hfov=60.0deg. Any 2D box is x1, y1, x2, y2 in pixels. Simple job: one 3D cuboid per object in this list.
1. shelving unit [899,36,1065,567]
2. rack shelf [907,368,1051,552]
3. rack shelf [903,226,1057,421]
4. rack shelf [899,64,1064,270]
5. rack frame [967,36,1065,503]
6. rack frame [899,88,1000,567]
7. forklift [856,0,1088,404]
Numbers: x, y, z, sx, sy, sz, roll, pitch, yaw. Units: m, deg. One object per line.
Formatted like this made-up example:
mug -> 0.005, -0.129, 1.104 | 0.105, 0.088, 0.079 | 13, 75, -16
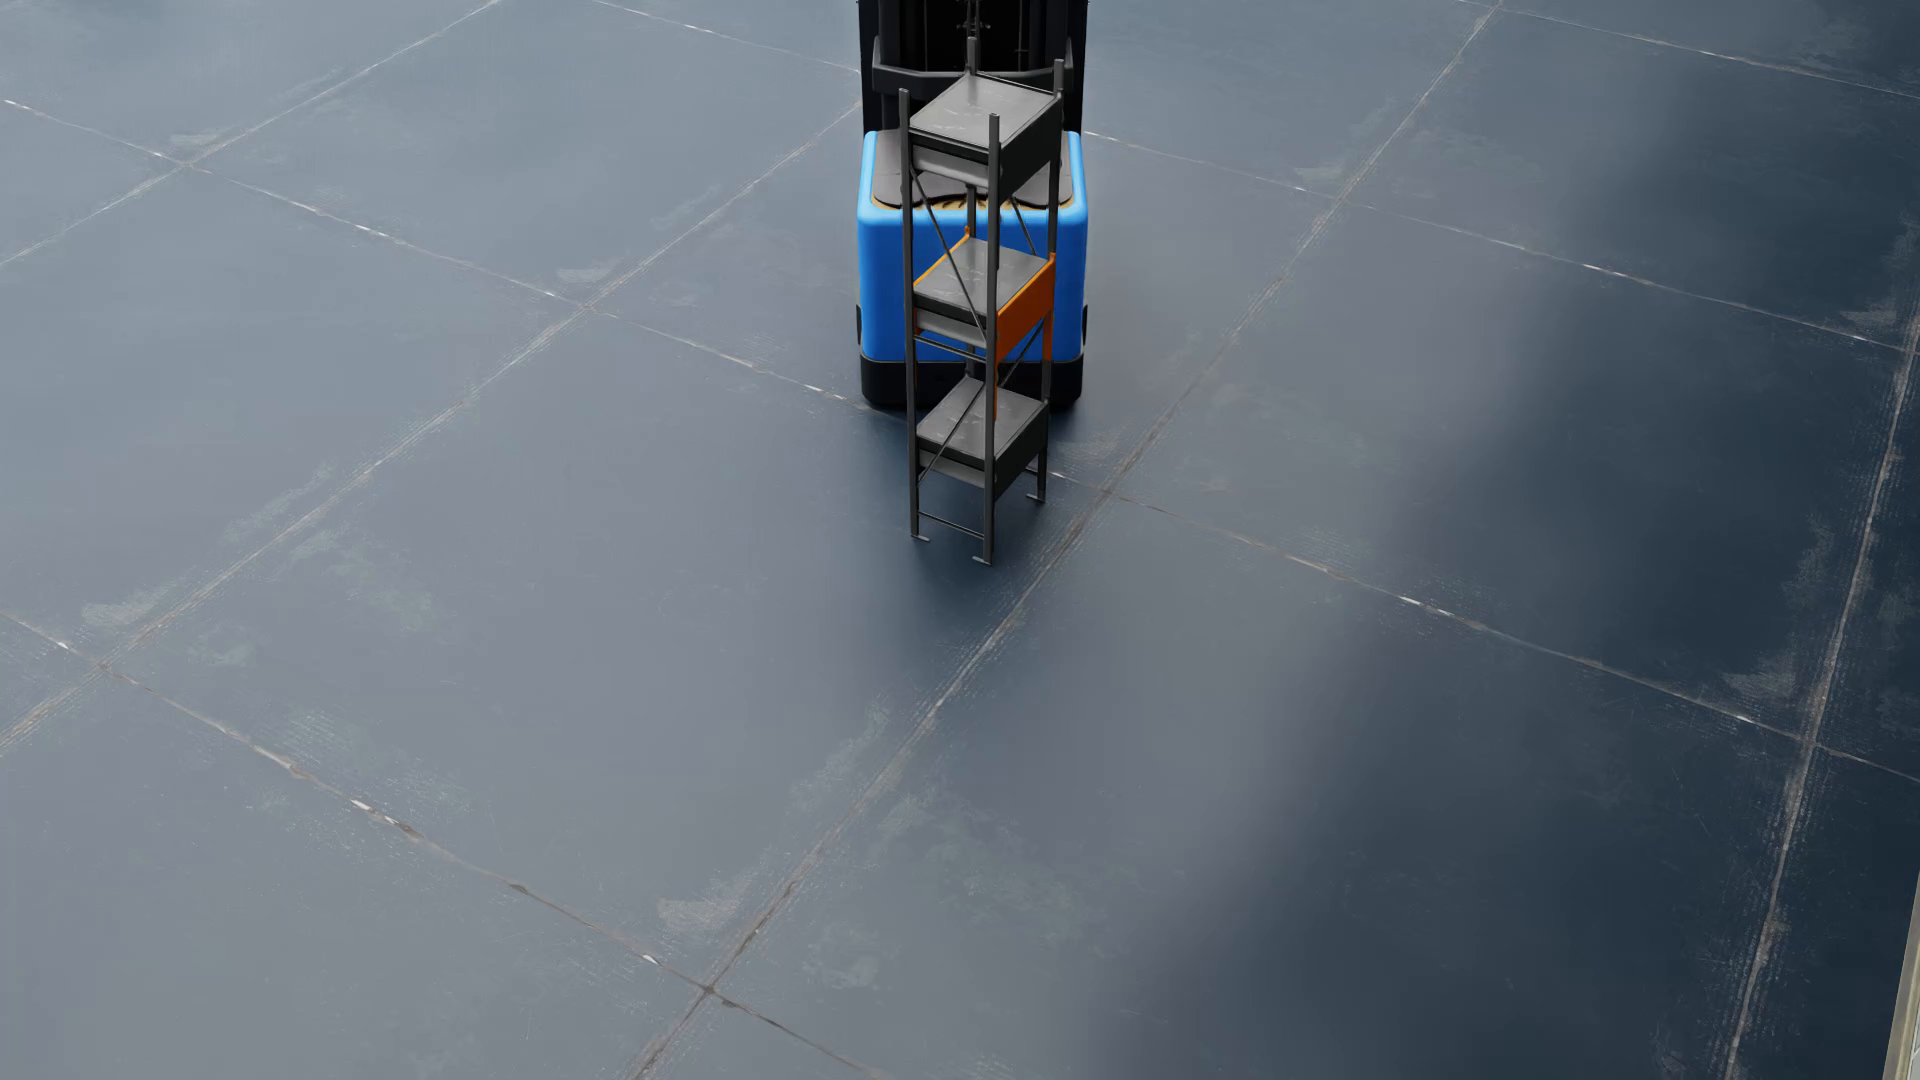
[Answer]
shelving unit -> 0.083, -0.883, 6.664 | 0.431, 2.100, 0.503 | 21, 45, 22
rack shelf -> 0.083, -0.347, 7.135 | 0.431, 0.518, 0.480 | 21, 45, 22
rack shelf -> 0.083, -0.872, 6.673 | 0.431, 0.518, 0.480 | 21, 45, 22
rack shelf -> 0.083, -1.398, 6.210 | 0.431, 0.518, 0.480 | 21, 45, 22
rack frame -> 0.205, -1.022, 6.822 | 0.400, 2.100, 0.015 | 21, 45, 22
rack frame -> -0.039, -0.743, 6.505 | 0.400, 2.100, 0.015 | 21, 45, 22
forklift -> 0.062, -2.689, 8.086 | 1.130, 2.935, 3.031 | 0, 41, 0
